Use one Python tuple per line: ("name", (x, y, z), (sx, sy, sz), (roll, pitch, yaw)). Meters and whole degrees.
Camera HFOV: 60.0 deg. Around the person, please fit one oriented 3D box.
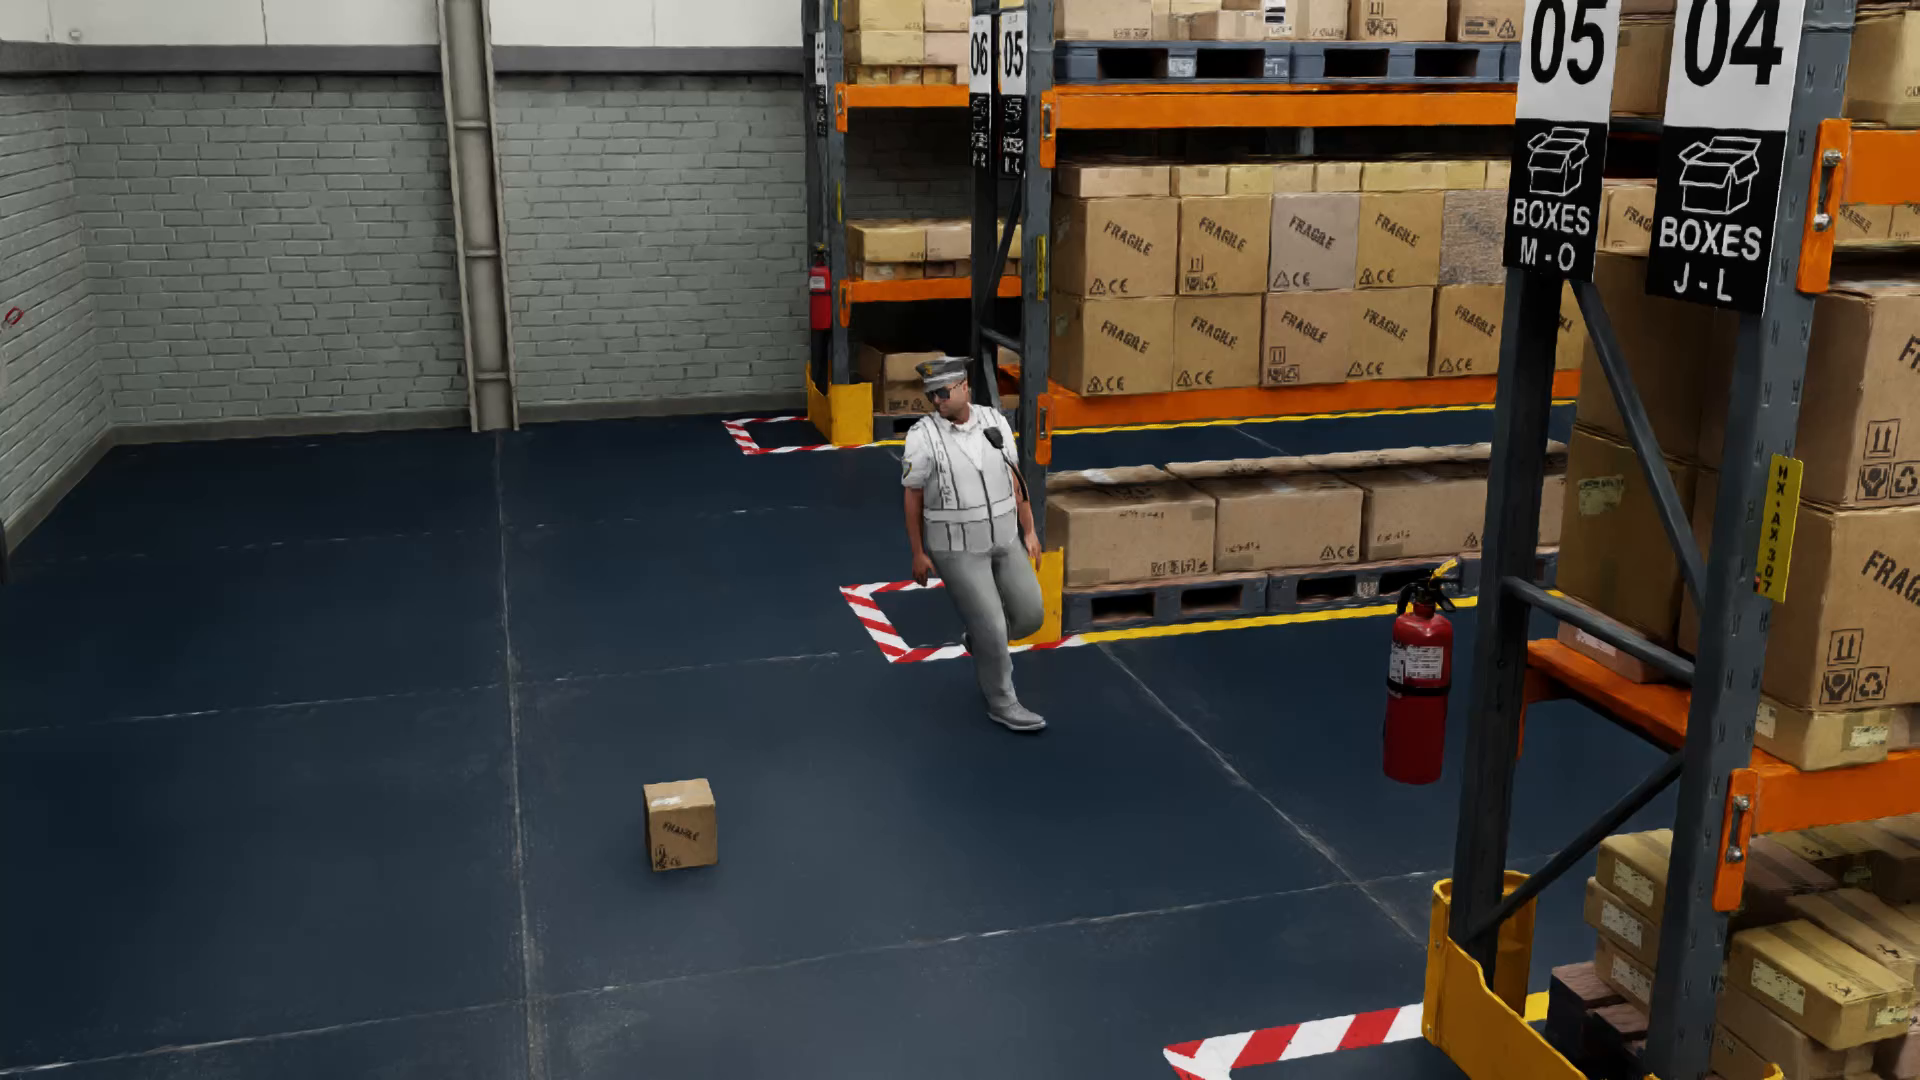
("person", (0.073, 0.010, 7.549), (0.595, 1.701, 0.655), (-9, 18, -29))
